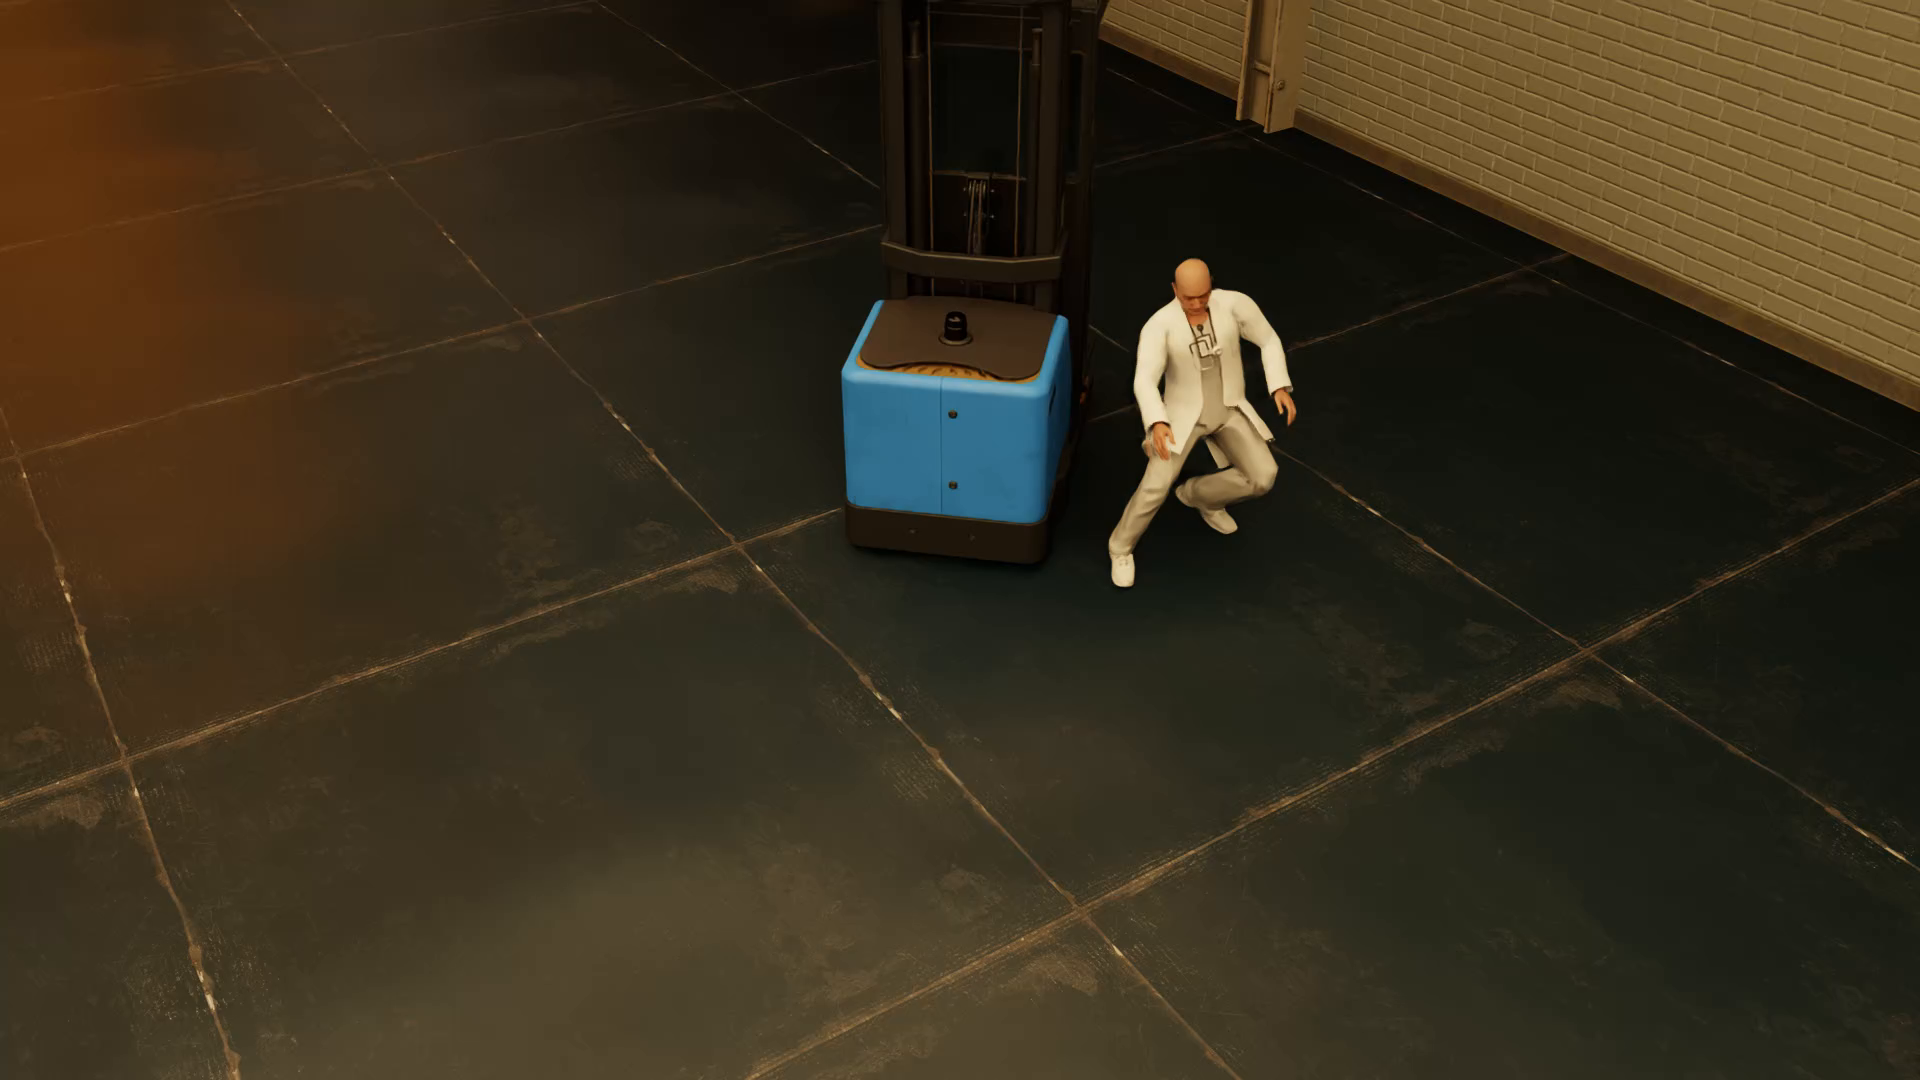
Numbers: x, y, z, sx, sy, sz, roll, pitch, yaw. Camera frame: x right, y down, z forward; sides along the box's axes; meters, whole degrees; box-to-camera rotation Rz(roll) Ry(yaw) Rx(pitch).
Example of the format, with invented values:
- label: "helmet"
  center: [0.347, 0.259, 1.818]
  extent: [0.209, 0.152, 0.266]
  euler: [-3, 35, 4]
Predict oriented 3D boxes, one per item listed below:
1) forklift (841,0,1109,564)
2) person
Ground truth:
- label: "forklift"
  center: [0.183, -1.919, 8.879]
  extent: [1.130, 2.935, 3.031]
  euler: [6, 36, 9]
- label: "person"
  center: [1.179, -0.561, 8.117]
  extent: [0.871, 1.586, 0.768]
  euler: [-5, 35, -7]
